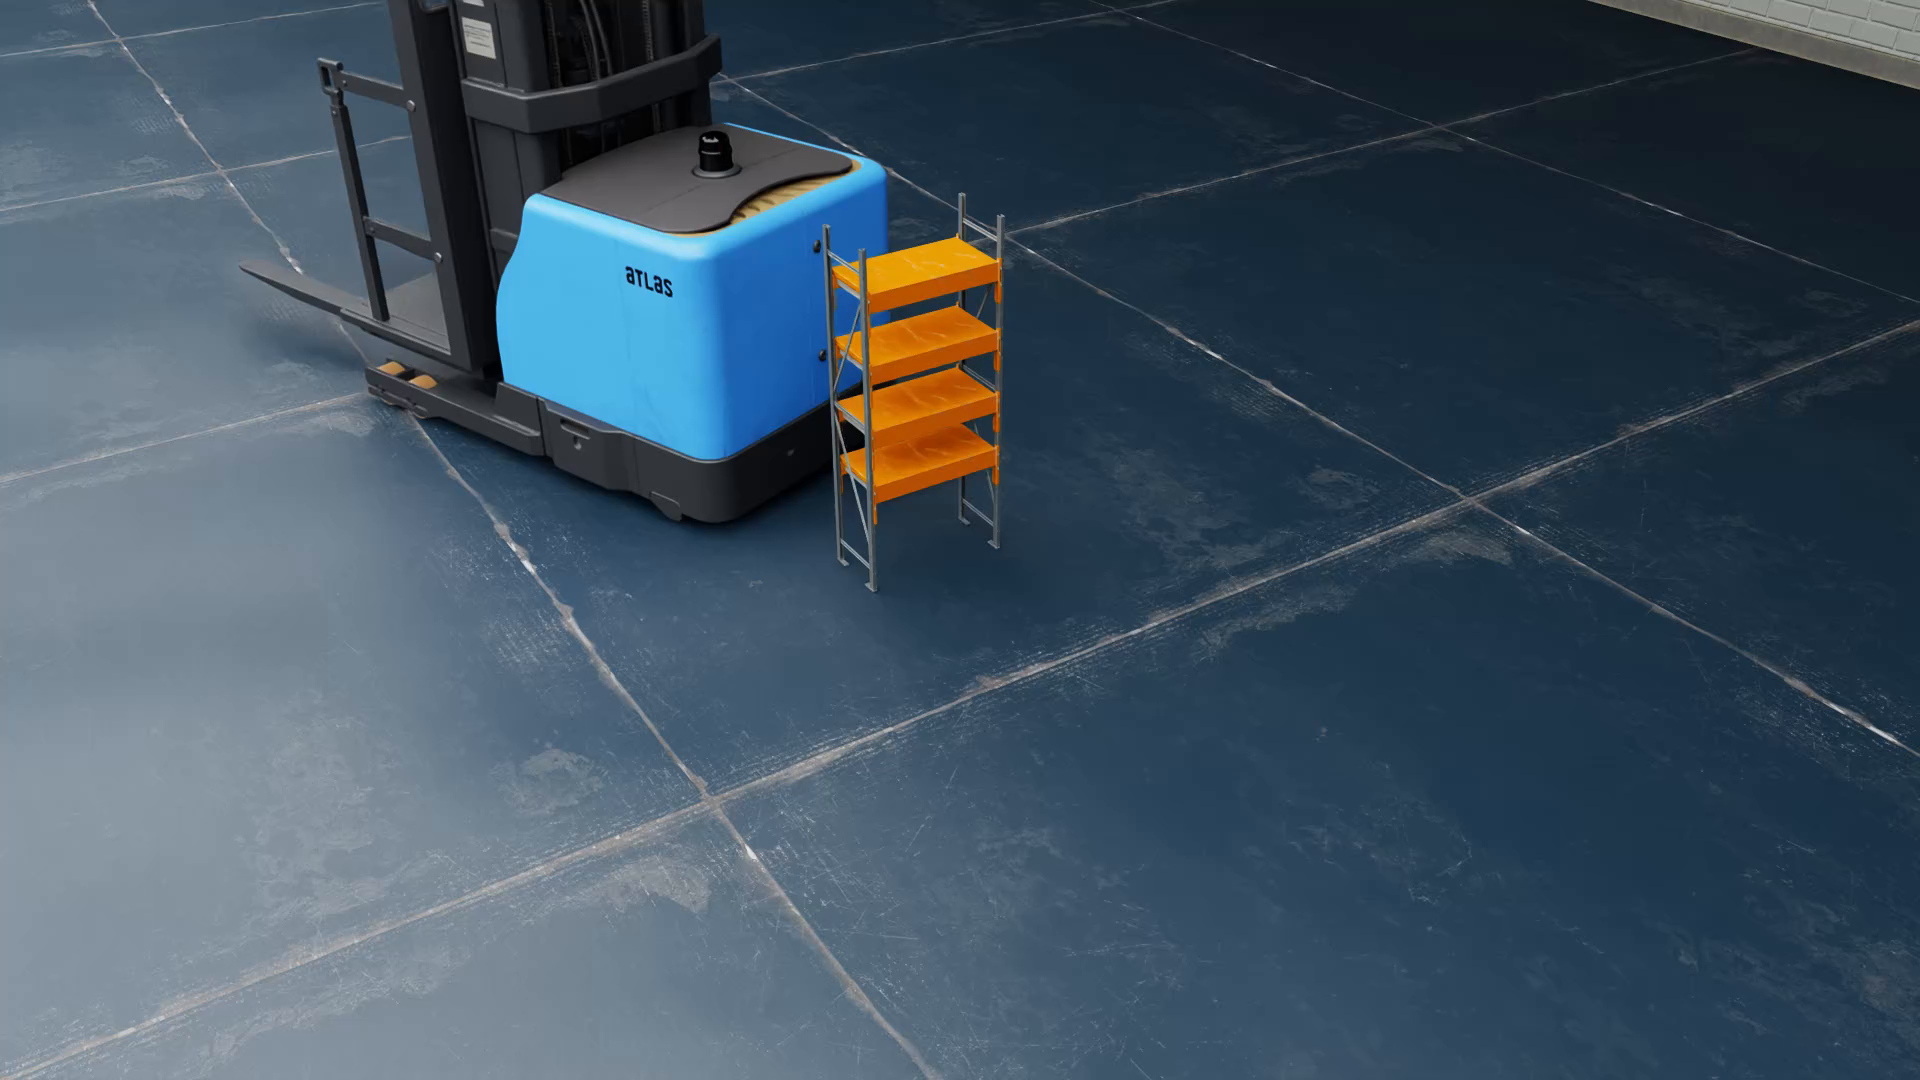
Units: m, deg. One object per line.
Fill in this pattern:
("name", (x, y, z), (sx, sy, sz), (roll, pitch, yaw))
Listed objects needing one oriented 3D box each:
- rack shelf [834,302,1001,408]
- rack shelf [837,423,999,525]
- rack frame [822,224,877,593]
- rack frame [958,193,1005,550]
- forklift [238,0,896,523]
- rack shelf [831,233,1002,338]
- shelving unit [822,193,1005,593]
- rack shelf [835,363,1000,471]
("rack shelf", (-0.139, -0.592, 5.271), (0.480, 0.148, 0.258), (-19, 37, -27))
("rack shelf", (-0.139, -0.235, 5.496), (0.480, 0.148, 0.258), (-19, 37, -27))
("rack frame", (-0.344, -0.389, 5.242), (0.015, 1.200, 0.240), (-19, 37, -27))
("rack frame", (0.066, -0.530, 5.466), (0.015, 1.200, 0.240), (-19, 37, -27))
("forklift", (-1.730, -1.918, 6.044), (3.031, 2.935, 1.130), (21, 38, 30))
("rack shelf", (-0.139, -0.792, 5.144), (0.480, 0.148, 0.258), (-19, 37, -27))
("shelving unit", (-0.139, -0.460, 5.354), (0.503, 1.200, 0.258), (-19, 37, -27))
("rack shelf", (-0.139, -0.403, 5.390), (0.480, 0.148, 0.258), (-19, 37, -27))
